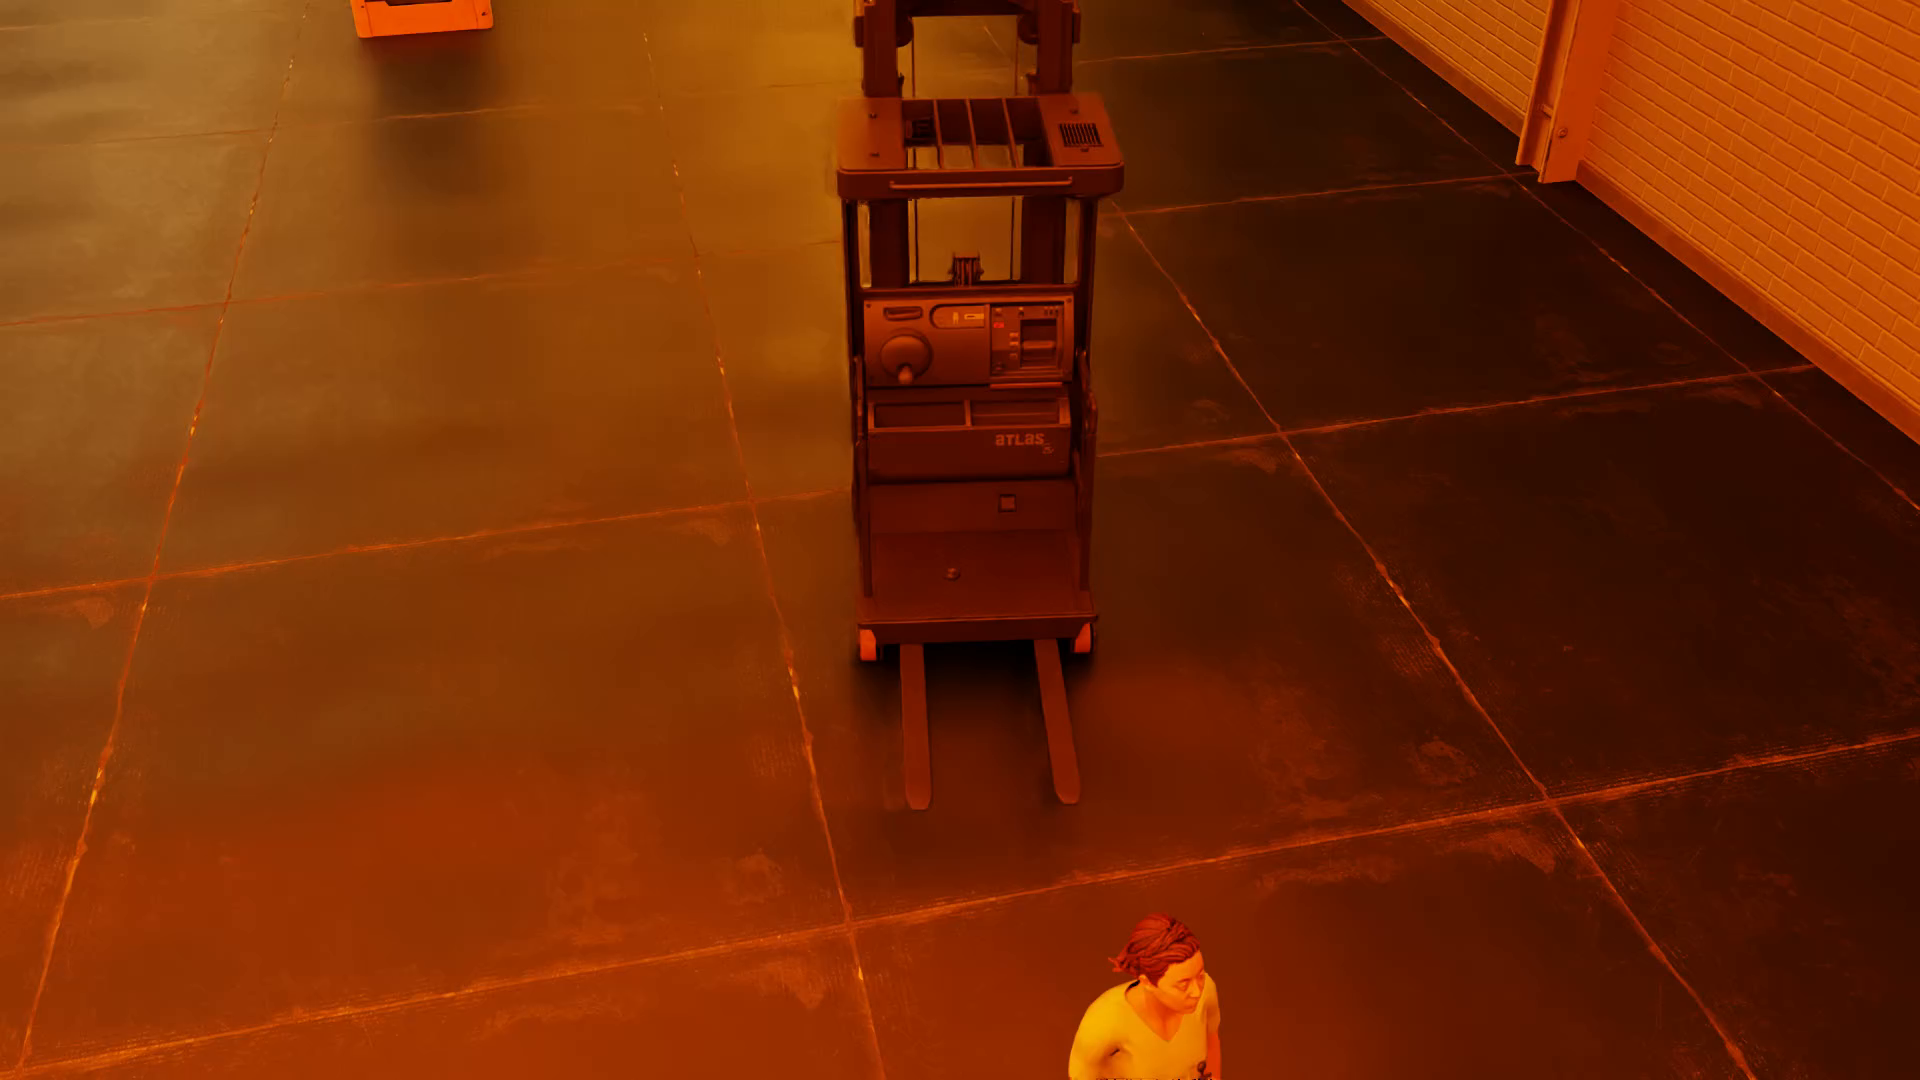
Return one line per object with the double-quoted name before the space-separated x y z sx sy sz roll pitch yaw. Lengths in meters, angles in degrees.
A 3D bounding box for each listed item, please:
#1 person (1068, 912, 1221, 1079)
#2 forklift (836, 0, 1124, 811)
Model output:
"person" 0.555 1.736 4.732 0.522 1.690 0.479 -18 39 -23
"forklift" 0.056 -0.820 7.190 1.130 2.935 3.031 -2 36 -3
